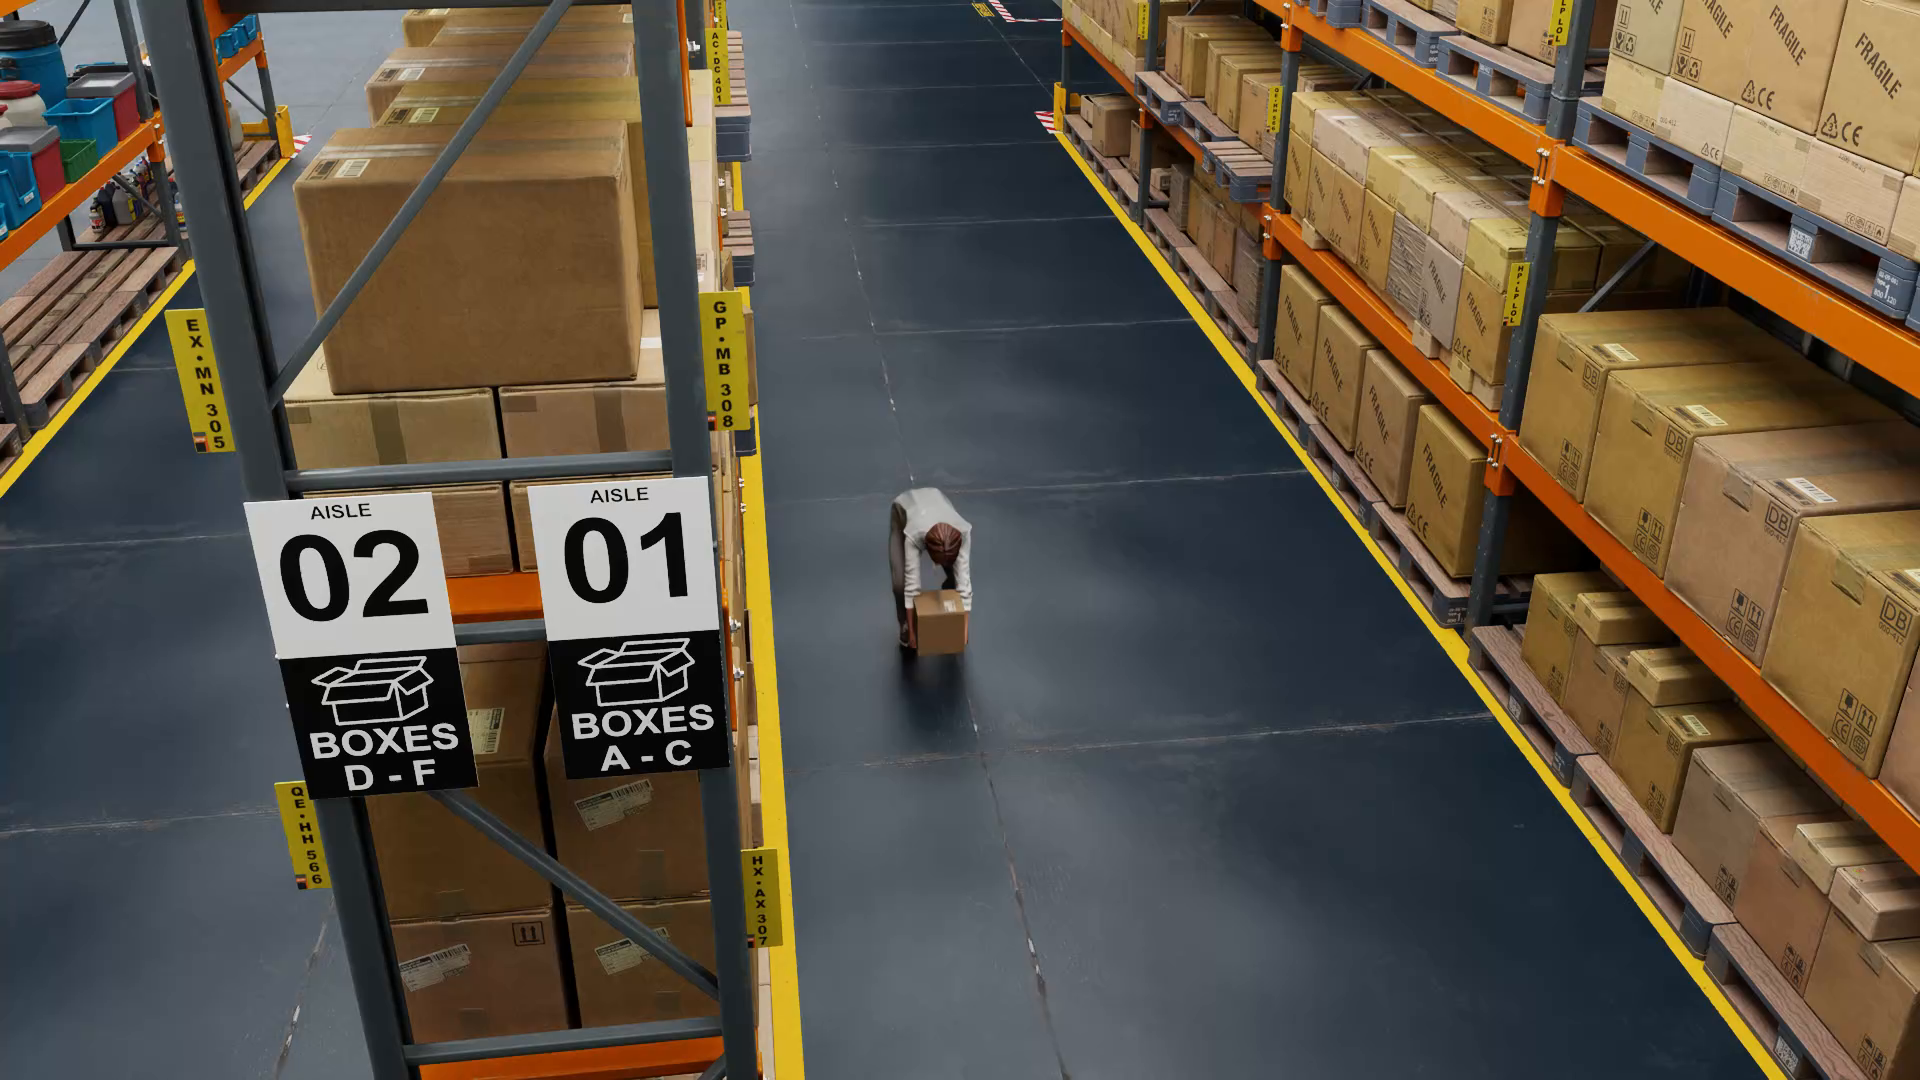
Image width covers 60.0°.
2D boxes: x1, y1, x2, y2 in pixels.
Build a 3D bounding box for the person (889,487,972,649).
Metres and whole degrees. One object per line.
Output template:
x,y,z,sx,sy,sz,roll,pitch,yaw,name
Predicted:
-0.151,0.206,8.974,0.427,0.916,0.863,-5,28,-9,person
